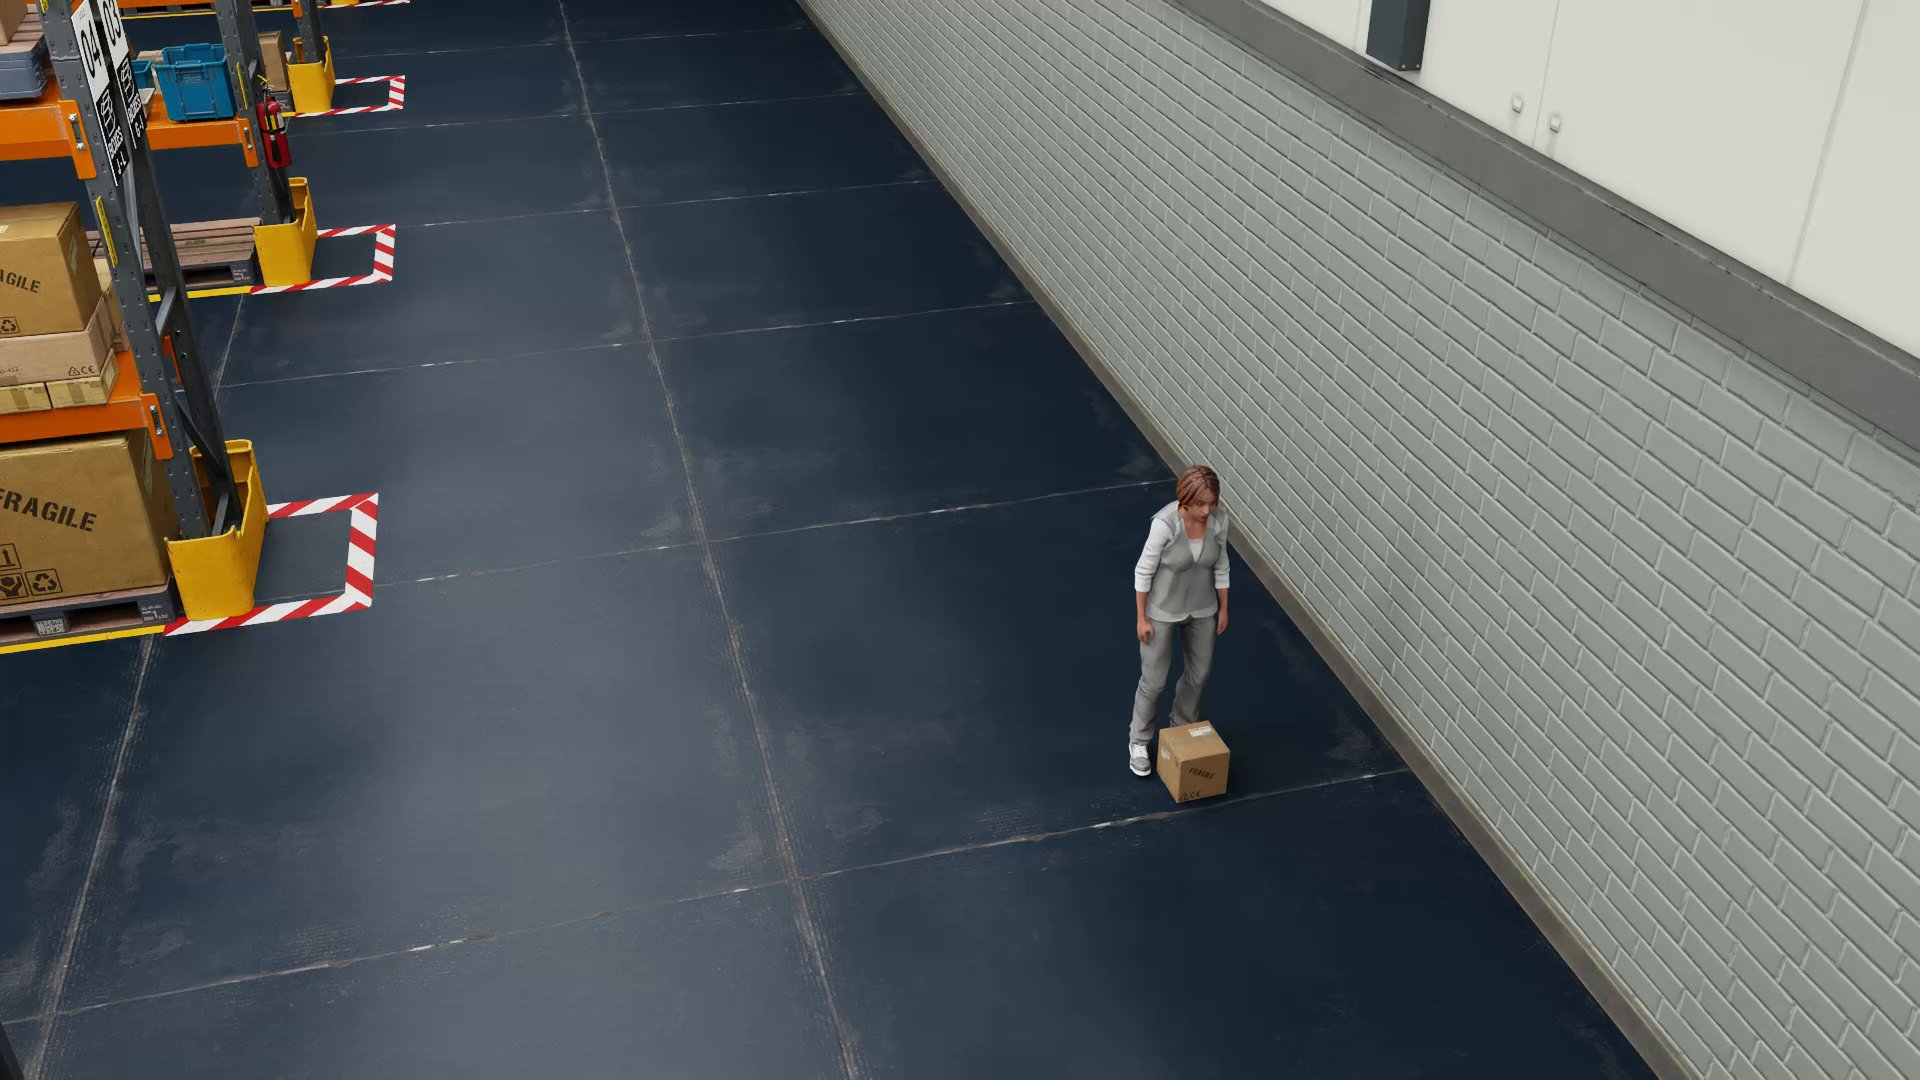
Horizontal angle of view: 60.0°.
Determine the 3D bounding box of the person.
[{"bbox_3d":[1.017,0.344,7.658,0.463,1.593,0.345,-8,32,-13],"label":"person"}]
